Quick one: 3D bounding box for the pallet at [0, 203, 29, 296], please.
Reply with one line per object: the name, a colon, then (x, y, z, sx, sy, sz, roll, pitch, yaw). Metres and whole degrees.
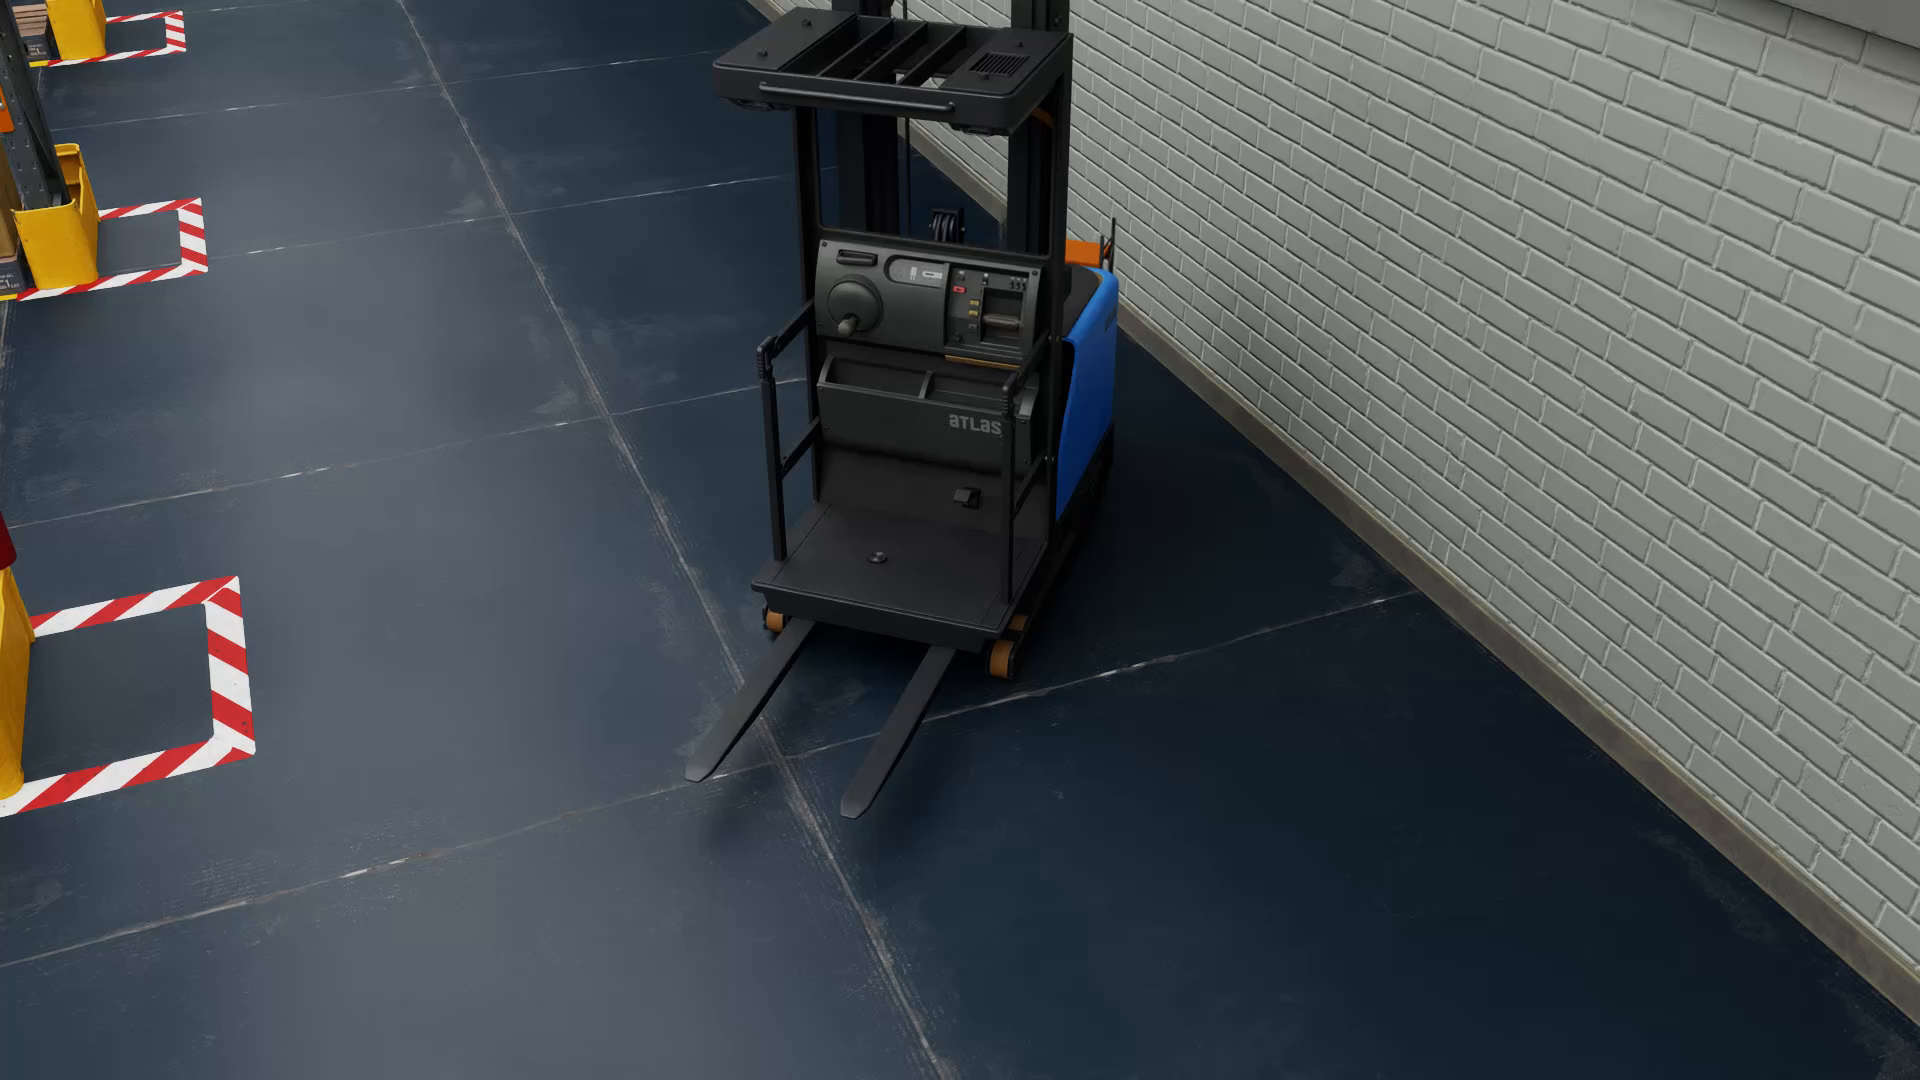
pallet: (-6.386, -1.708, 10.182, 1.213, 0.211, 1.003, -13, 35, -19)

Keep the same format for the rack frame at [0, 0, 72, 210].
rack frame: (-5.679, -3.085, 9.741, 0.127, 3.000, 1.000, -13, 35, -19)

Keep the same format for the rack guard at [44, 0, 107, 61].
rack guard: (-7.579, -4.540, 14.268, 0.348, 0.500, 1.175, -13, 35, -19)

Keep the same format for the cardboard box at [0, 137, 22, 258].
cardboard box: (-6.238, -2.195, 9.936, 0.875, 0.875, 0.875, -13, 35, -19)

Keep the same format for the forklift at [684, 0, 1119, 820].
forklift: (-0.200, -0.903, 6.451, 1.130, 2.935, 3.031, 10, 34, 15)

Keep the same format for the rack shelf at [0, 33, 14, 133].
rack shelf: (-7.523, -2.361, 9.288, 4.000, 0.370, 1.077, -13, 35, -19)

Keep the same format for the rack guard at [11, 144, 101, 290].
rack guard: (-5.657, -2.042, 10.431, 0.348, 0.500, 1.175, -13, 35, -19)

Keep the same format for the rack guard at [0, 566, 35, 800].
rack guard: (-3.922, 0.494, 6.532, 0.348, 0.500, 1.175, -13, 35, -19)

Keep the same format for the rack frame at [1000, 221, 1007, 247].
rack frame: (0.234, -1.055, 8.271, 0.015, 1.200, 0.240, 10, 34, 15)

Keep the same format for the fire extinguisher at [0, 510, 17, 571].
fire extinguisher: (-3.441, -0.202, 5.723, 0.183, 0.674, 0.296, -13, 35, -19)

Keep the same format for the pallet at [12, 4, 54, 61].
pallet: (-8.372, -4.252, 14.092, 1.213, 0.211, 1.003, -13, 35, -19)

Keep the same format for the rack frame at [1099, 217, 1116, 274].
rack frame: (0.697, -0.970, 8.140, 0.015, 1.200, 0.240, 10, 34, 15)

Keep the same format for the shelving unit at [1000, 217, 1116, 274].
shelving unit: (0.466, -1.012, 8.205, 0.503, 1.200, 0.258, 10, 34, 15)

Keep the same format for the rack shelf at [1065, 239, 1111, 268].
rack shelf: (0.466, -1.342, 7.991, 0.480, 0.148, 0.258, 10, 34, 15)
